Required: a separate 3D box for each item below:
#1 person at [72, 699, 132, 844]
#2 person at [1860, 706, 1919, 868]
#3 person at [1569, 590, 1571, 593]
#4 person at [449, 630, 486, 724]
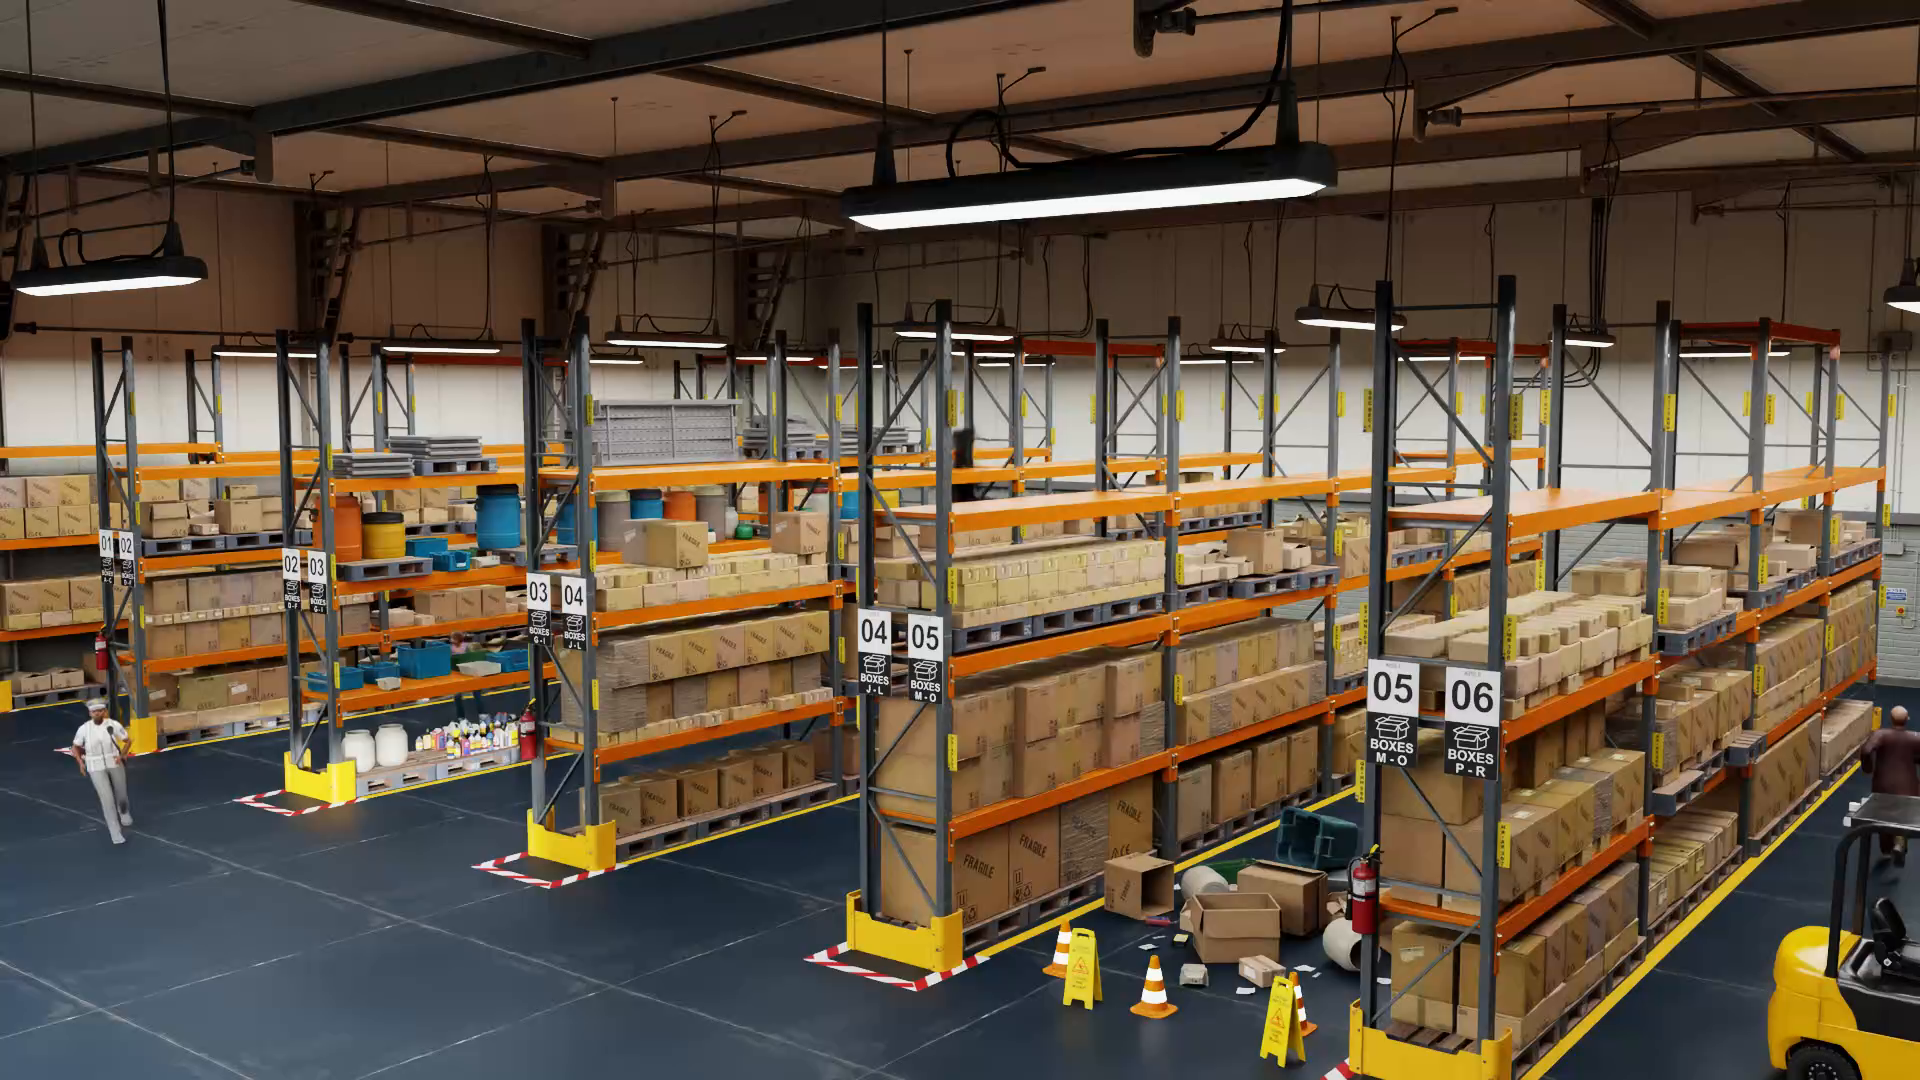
[{"bbox_3d":[-9.965,2.655,19.346,0.622,1.662,0.829,-3,6,-30],"label":"person"},{"bbox_3d":[10.224,2.678,18.159,0.690,1.752,1.063,3,6,33],"label":"person"},{"bbox_3d":[10.752,1.742,29.106,0.865,1.845,0.681,0,5,-1],"label":"person"},{"bbox_3d":[-7.752,2.163,26.110,0.558,1.558,0.787,-1,5,-7],"label":"person"}]
